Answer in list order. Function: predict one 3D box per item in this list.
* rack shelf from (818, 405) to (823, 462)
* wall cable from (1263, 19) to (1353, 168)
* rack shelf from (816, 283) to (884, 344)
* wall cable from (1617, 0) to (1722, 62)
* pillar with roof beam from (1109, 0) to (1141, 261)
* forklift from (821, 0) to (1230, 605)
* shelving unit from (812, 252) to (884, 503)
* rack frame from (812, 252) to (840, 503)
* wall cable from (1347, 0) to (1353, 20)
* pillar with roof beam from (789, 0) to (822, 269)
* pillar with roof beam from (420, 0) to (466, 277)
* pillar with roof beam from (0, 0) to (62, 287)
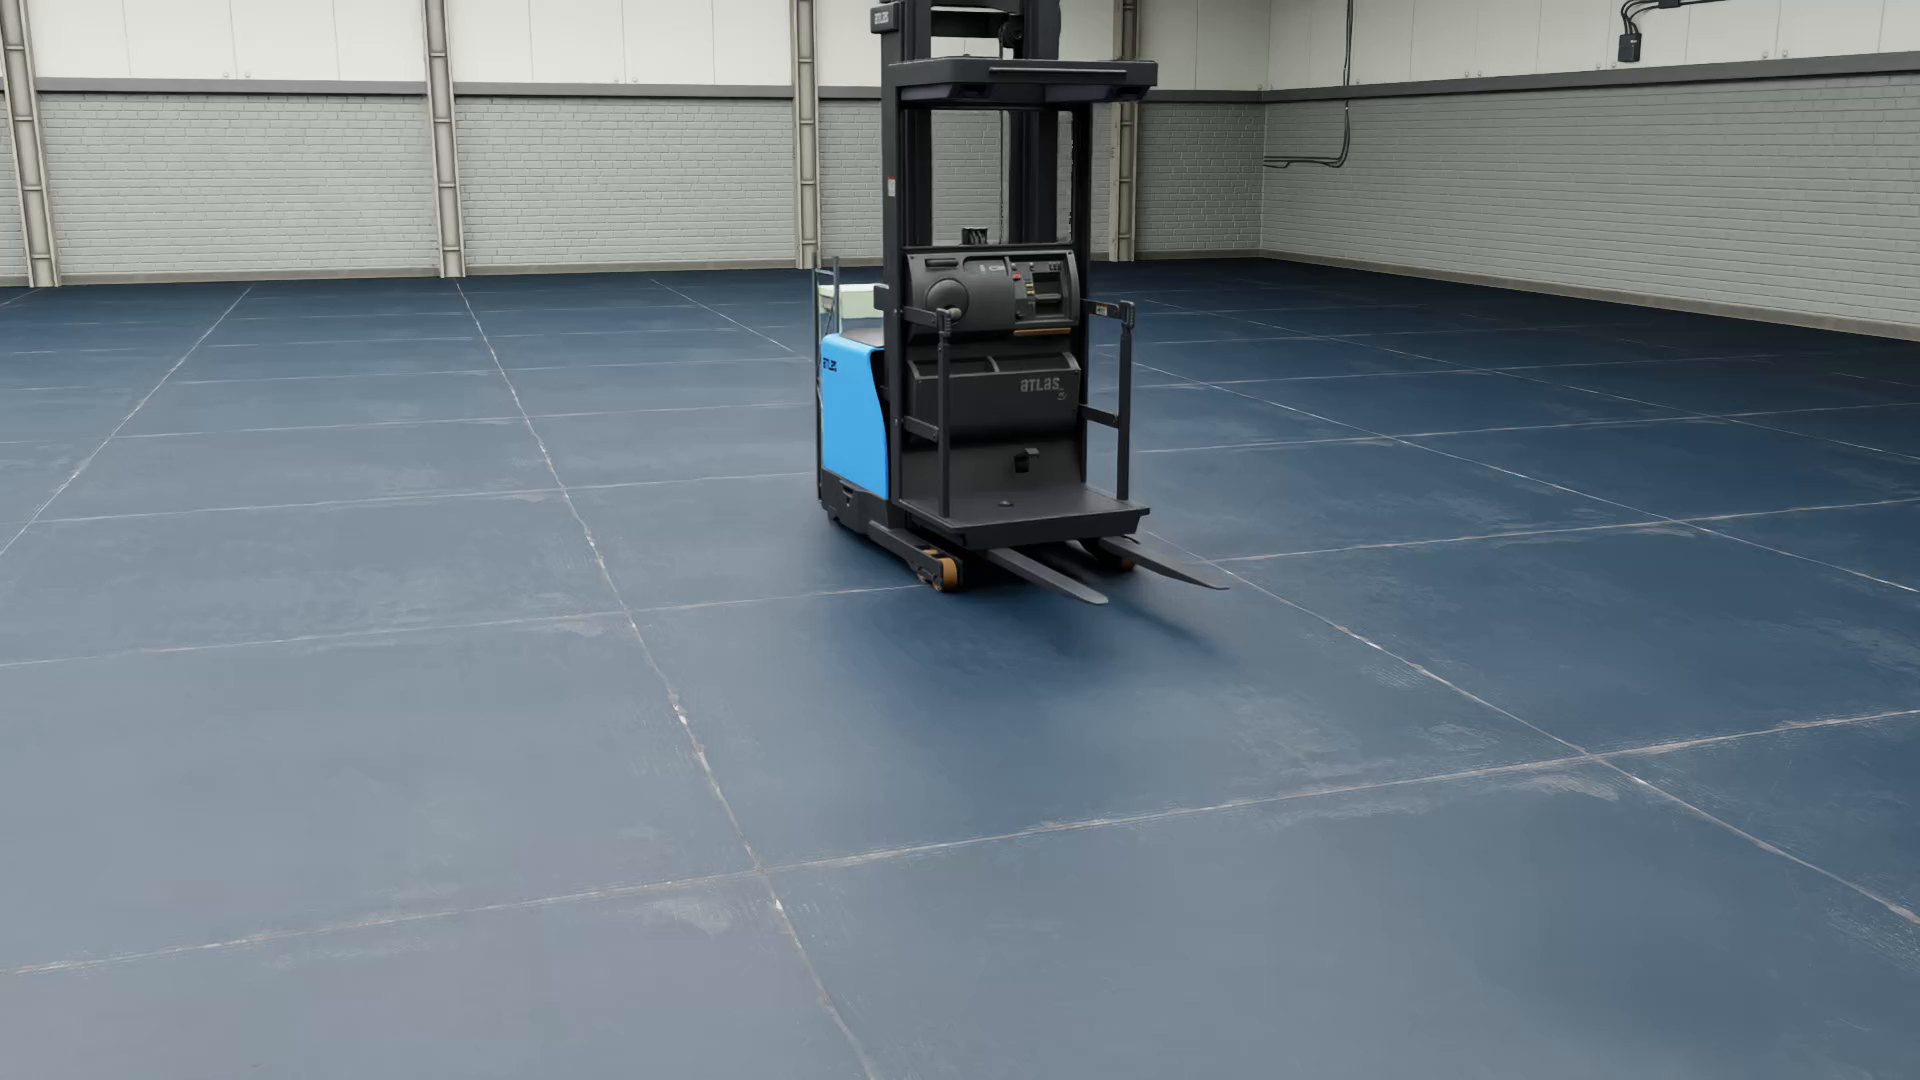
[{"bbox_3d":[-0.449,-0.647,10.029,0.720,0.370,0.431,-6,15,-24],"label":"rack shelf"},{"bbox_3d":[6.233,-8.024,30.140,0.112,2.526,3.097,-4,14,-18],"label":"wall cable"},{"bbox_3d":[-0.449,-1.344,9.864,0.720,0.370,0.431,-6,15,-24],"label":"rack shelf"},{"bbox_3d":[9.246,-9.106,20.629,0.169,6.003,2.305,-4,14,-18],"label":"wall cable"},{"bbox_3d":[4.393,-8.663,26.117,0.400,9.000,9.100,-4,14,-18],"label":"pillar with roof beam"},{"bbox_3d":[0.265,-1.289,8.229,1.130,2.935,3.031,-6,15,-23],"label":"forklift"},{"bbox_3d":[-0.449,-0.964,9.954,0.755,1.500,0.431,-6,15,-24],"label":"shelving unit"},{"bbox_3d":[-0.781,-0.928,9.805,0.023,1.500,0.400,-6,15,-24],"label":"rack frame"},{"bbox_3d":[7.096,-9.888,27.061,0.112,2.526,3.097,-4,14,-18],"label":"wall cable"},{"bbox_3d":[-1.294,-8.220,24.255,0.400,9.000,9.100,-4,14,-18],"label":"pillar with roof beam"},{"bbox_3d":[-6.981,-7.777,22.393,0.400,9.000,9.100,-4,14,-18],"label":"pillar with roof beam"},{"bbox_3d":[-12.667,-7.335,20.532,0.400,9.000,9.100,-4,14,-18],"label":"pillar with roof beam"}]
